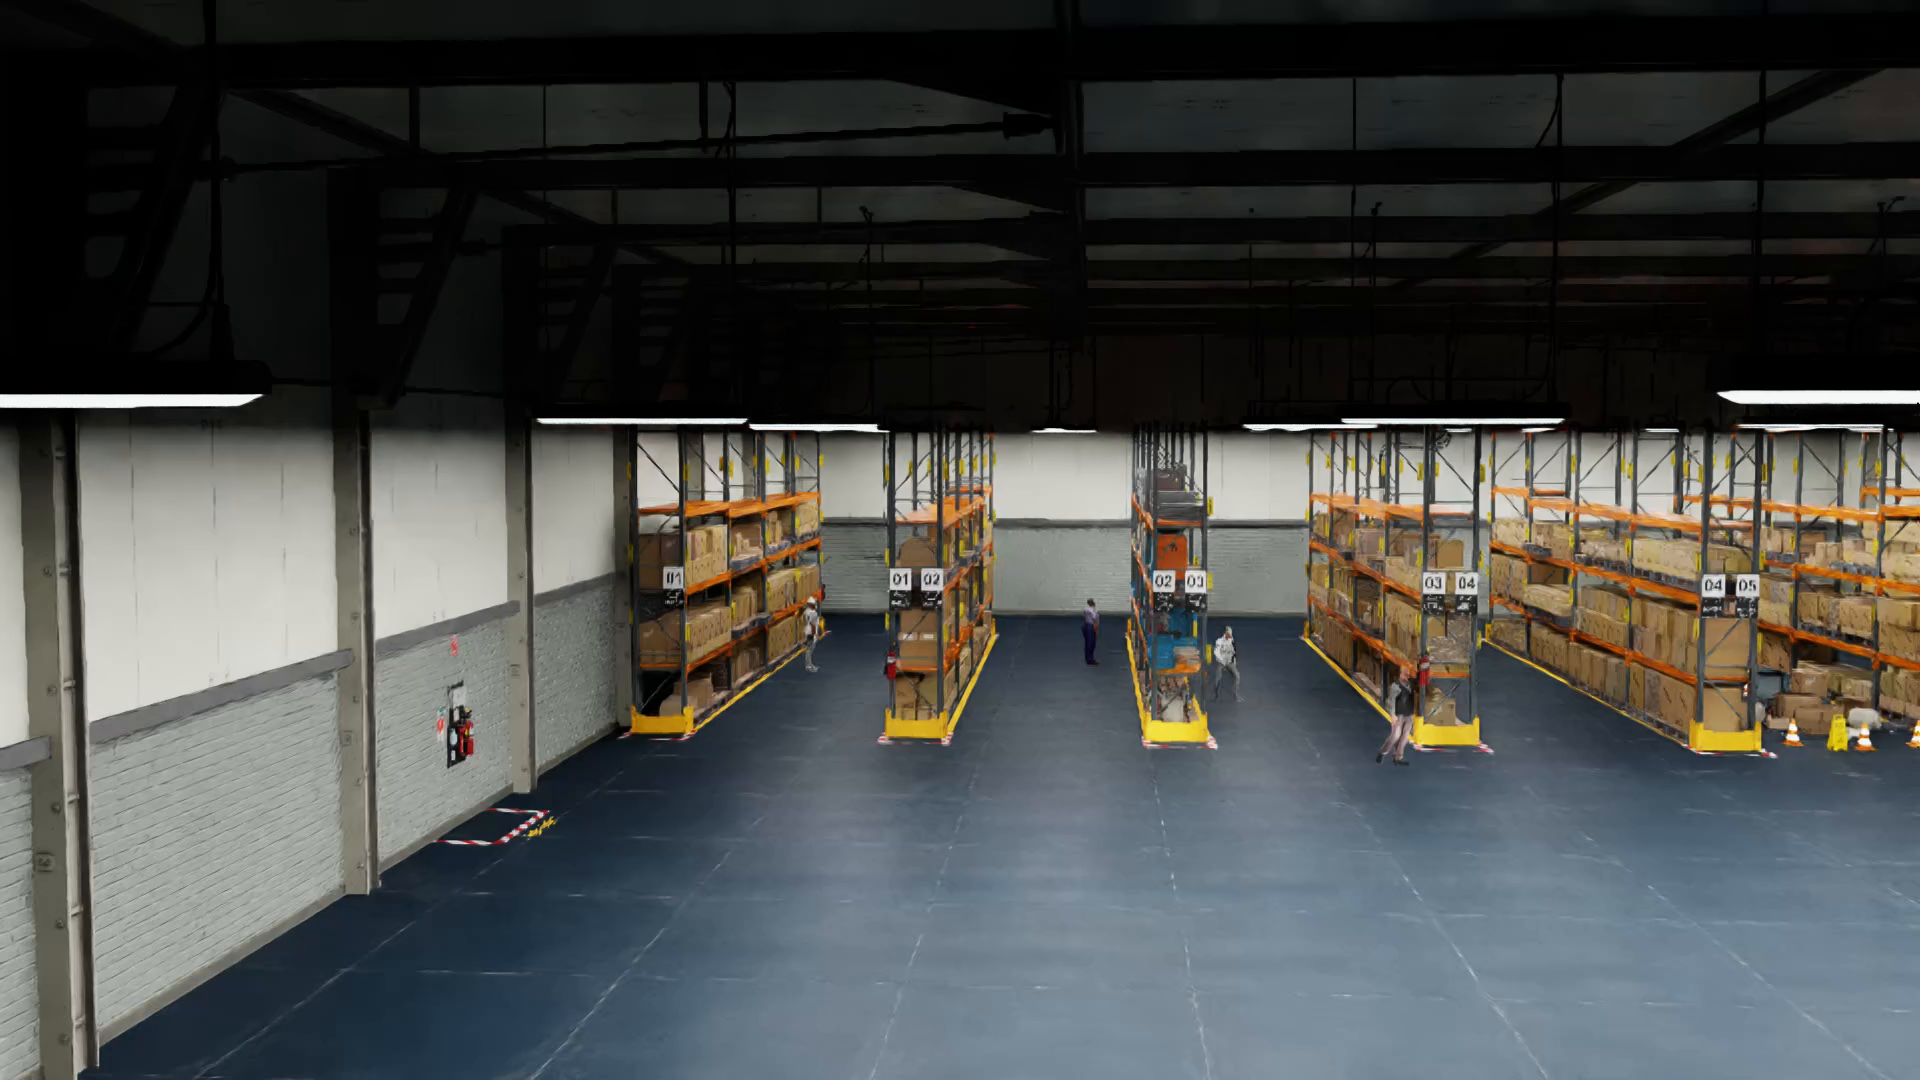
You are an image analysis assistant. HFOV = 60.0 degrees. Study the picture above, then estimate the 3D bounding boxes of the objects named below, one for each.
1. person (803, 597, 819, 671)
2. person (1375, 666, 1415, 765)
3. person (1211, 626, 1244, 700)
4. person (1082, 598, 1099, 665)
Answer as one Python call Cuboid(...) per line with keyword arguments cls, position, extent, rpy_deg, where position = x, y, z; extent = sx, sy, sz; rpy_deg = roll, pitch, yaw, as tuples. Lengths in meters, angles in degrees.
Cuboid(cls="person", position=(-3.580, 2.263, 40.241), extent=(0.409, 1.788, 0.666), rpy_deg=(-1, 4, -17))
Cuboid(cls="person", position=(7.552, 3.038, 28.799), extent=(0.697, 1.711, 0.507), rpy_deg=(-3, 4, -35))
Cuboid(cls="person", position=(5.712, 2.640, 35.804), extent=(0.605, 1.628, 0.701), rpy_deg=(-1, 4, -18))
Cuboid(cls="person", position=(3.293, 2.262, 41.528), extent=(0.429, 1.653, 0.530), rpy_deg=(-2, 4, -27))
